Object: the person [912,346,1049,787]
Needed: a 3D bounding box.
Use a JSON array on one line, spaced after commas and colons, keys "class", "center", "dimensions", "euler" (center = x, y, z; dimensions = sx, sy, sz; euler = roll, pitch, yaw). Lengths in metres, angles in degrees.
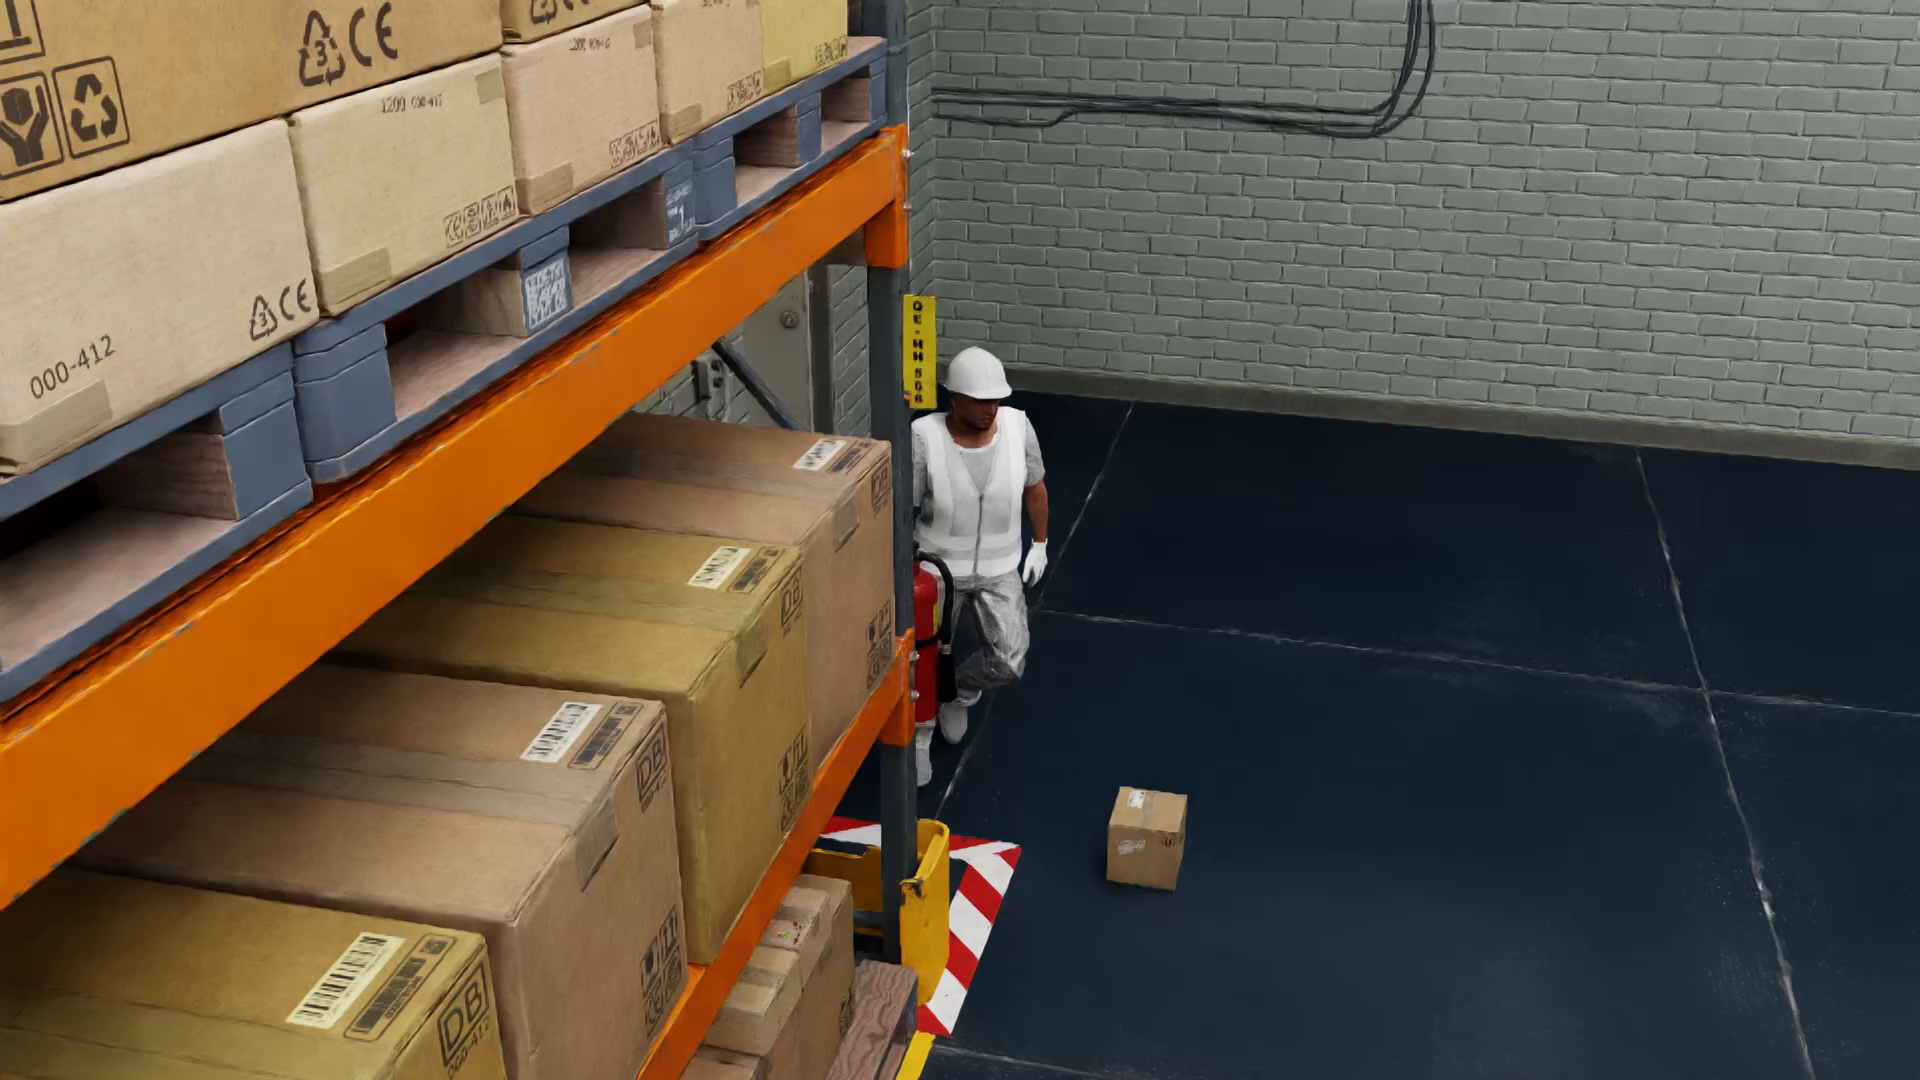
[{"class": "person", "center": [0.001, 0.085, 6.375], "dimensions": [0.712, 1.771, 0.511], "euler": [-6, 26, -13]}]
